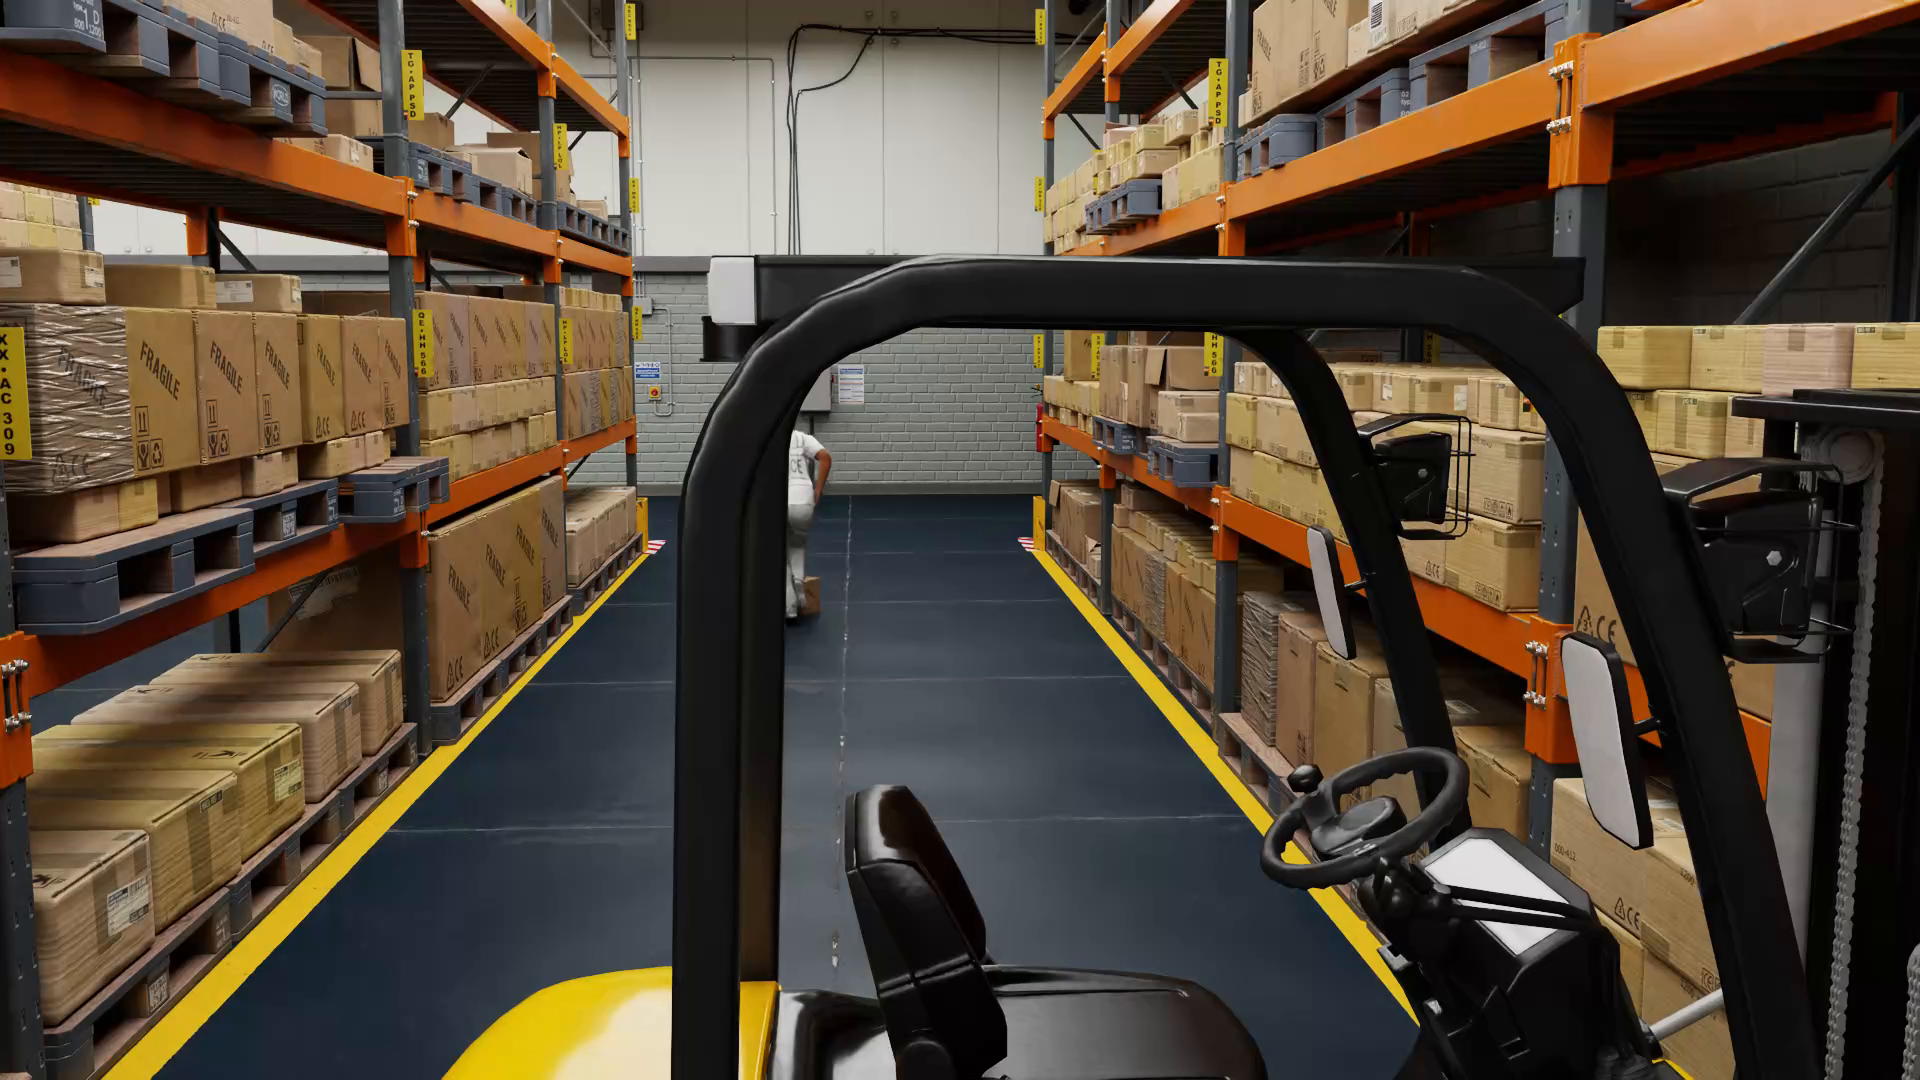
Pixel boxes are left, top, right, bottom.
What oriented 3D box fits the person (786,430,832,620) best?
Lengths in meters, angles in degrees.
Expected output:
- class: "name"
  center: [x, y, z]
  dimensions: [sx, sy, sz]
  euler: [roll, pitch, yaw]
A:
- class: "person"
  center: [-1.266, -0.221, 12.286]
  dimensions: [0.622, 1.576, 0.775]
  euler: [-2, 7, -14]
